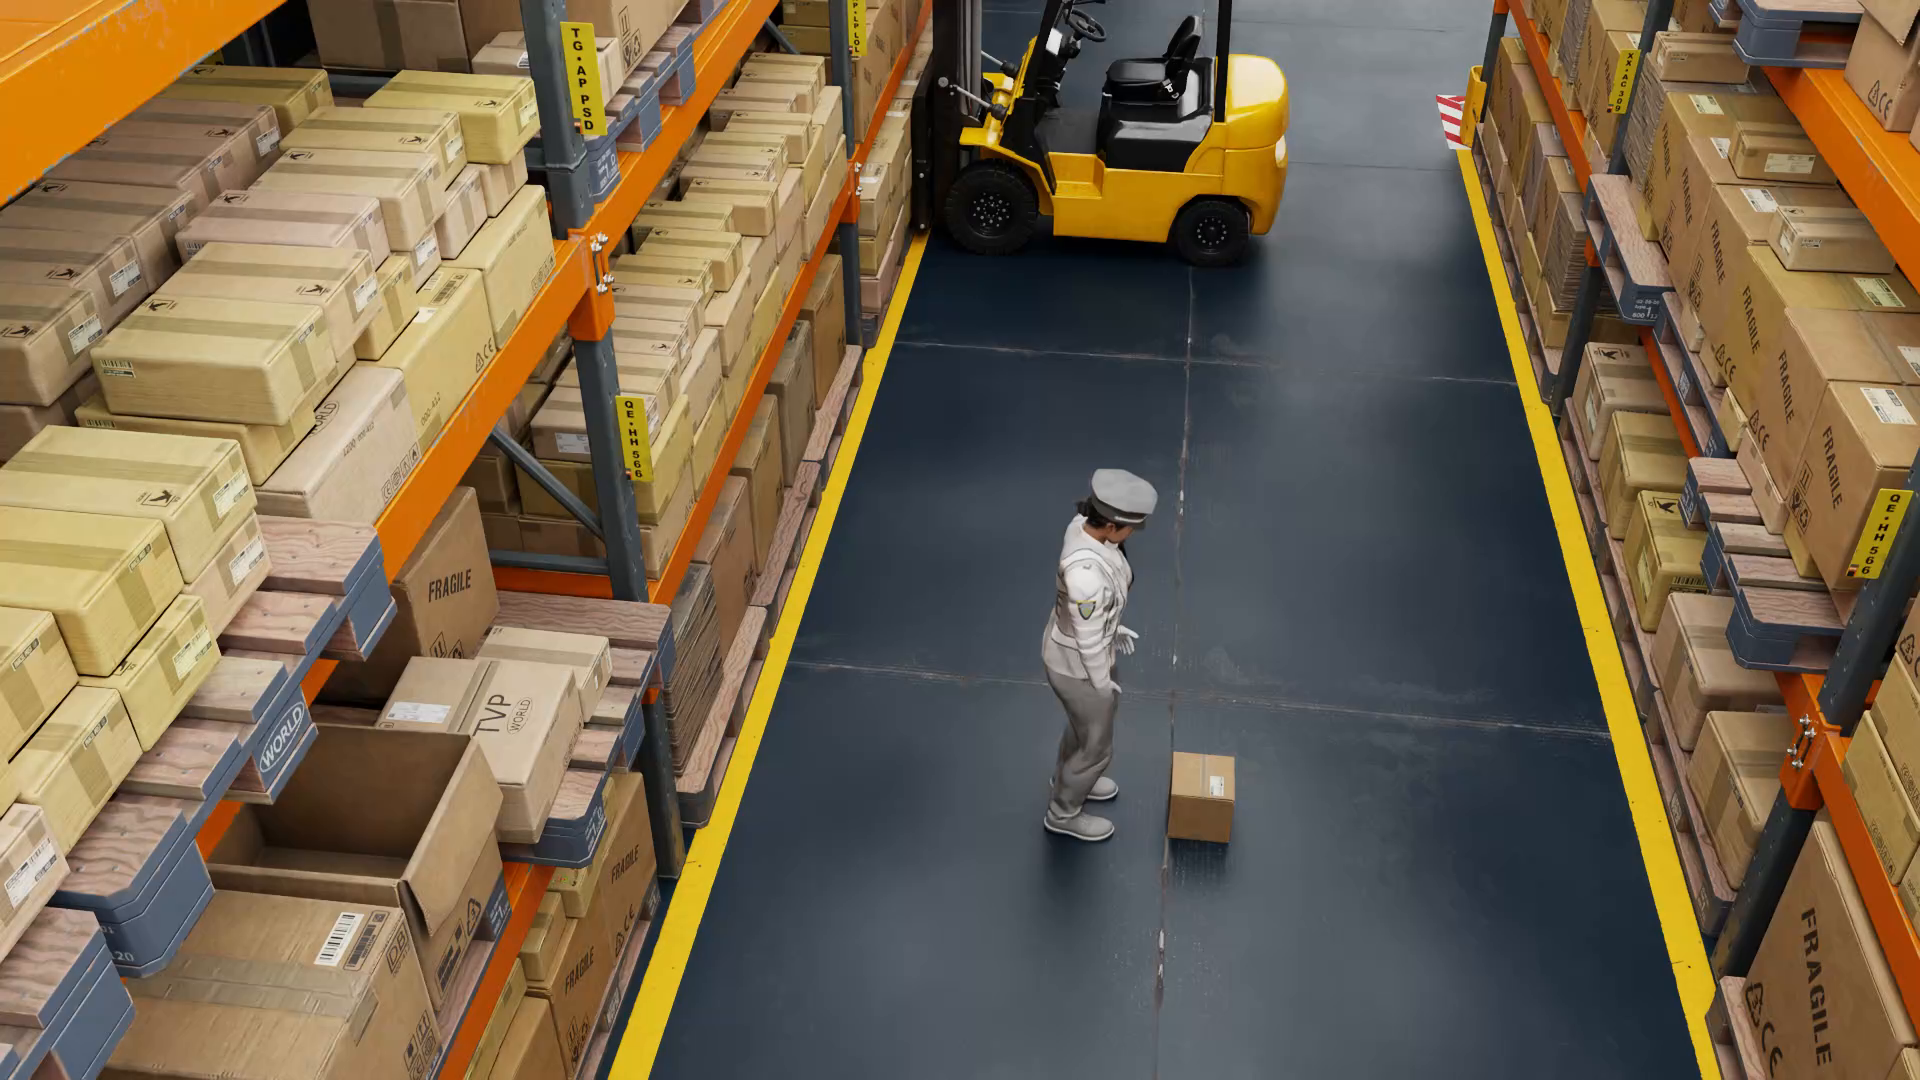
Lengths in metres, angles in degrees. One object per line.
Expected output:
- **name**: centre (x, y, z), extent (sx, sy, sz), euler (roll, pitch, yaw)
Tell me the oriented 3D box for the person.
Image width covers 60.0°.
- **person**: centre (0.516, 0.447, 6.455), extent (0.396, 1.647, 0.488), euler (5, 37, 7)
